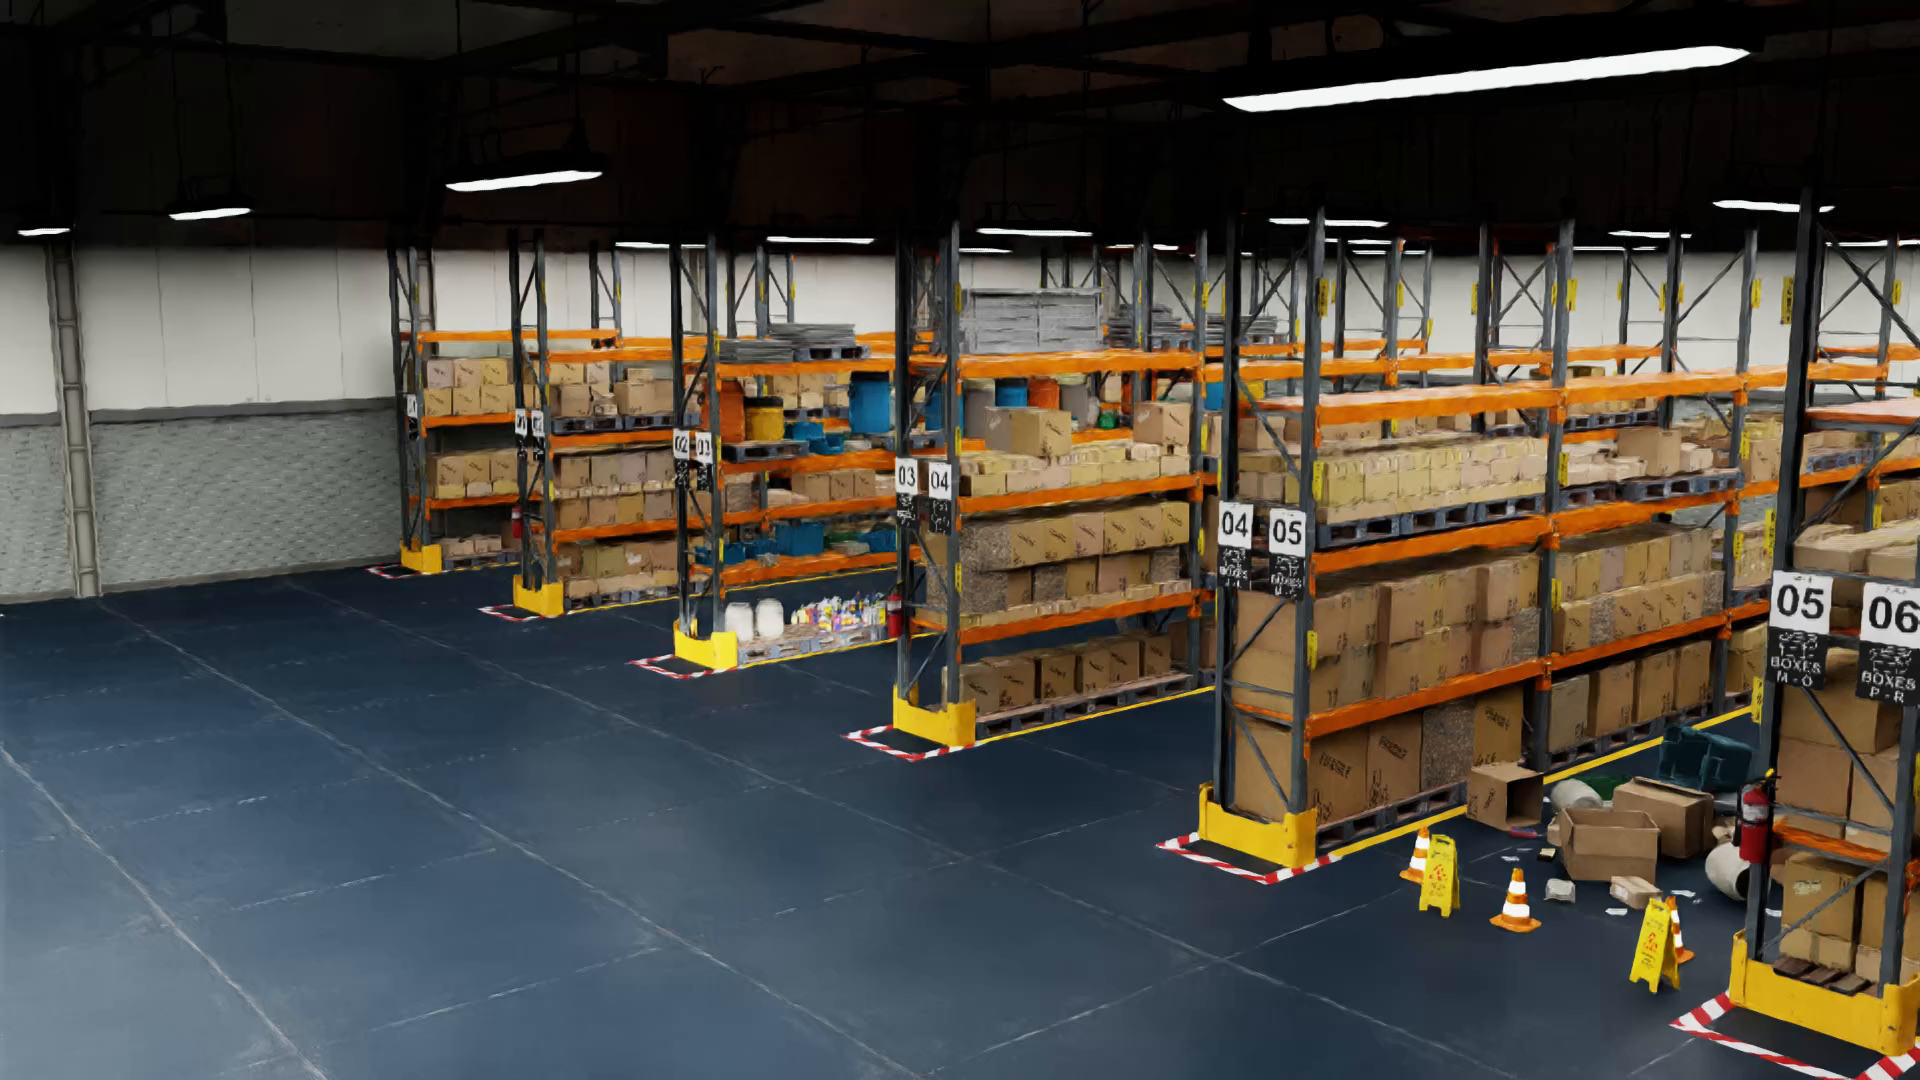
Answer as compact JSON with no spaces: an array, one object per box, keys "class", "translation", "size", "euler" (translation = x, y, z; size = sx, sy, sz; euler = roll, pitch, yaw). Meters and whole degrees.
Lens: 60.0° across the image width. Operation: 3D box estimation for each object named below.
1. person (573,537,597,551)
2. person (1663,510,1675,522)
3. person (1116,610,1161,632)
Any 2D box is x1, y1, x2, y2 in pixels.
[{"class":"person","translation":[-6.503,-0.082,29.081],"size":[0.631,1.602,0.802],"euler":[9,12,44]},{"class":"person","translation":[10.916,0.303,25.950],"size":[0.531,1.767,0.654],"euler":[6,11,35]},{"class":"person","translation":[2.496,0.815,23.217],"size":[0.854,1.604,0.601],"euler":[-8,12,-42]}]
